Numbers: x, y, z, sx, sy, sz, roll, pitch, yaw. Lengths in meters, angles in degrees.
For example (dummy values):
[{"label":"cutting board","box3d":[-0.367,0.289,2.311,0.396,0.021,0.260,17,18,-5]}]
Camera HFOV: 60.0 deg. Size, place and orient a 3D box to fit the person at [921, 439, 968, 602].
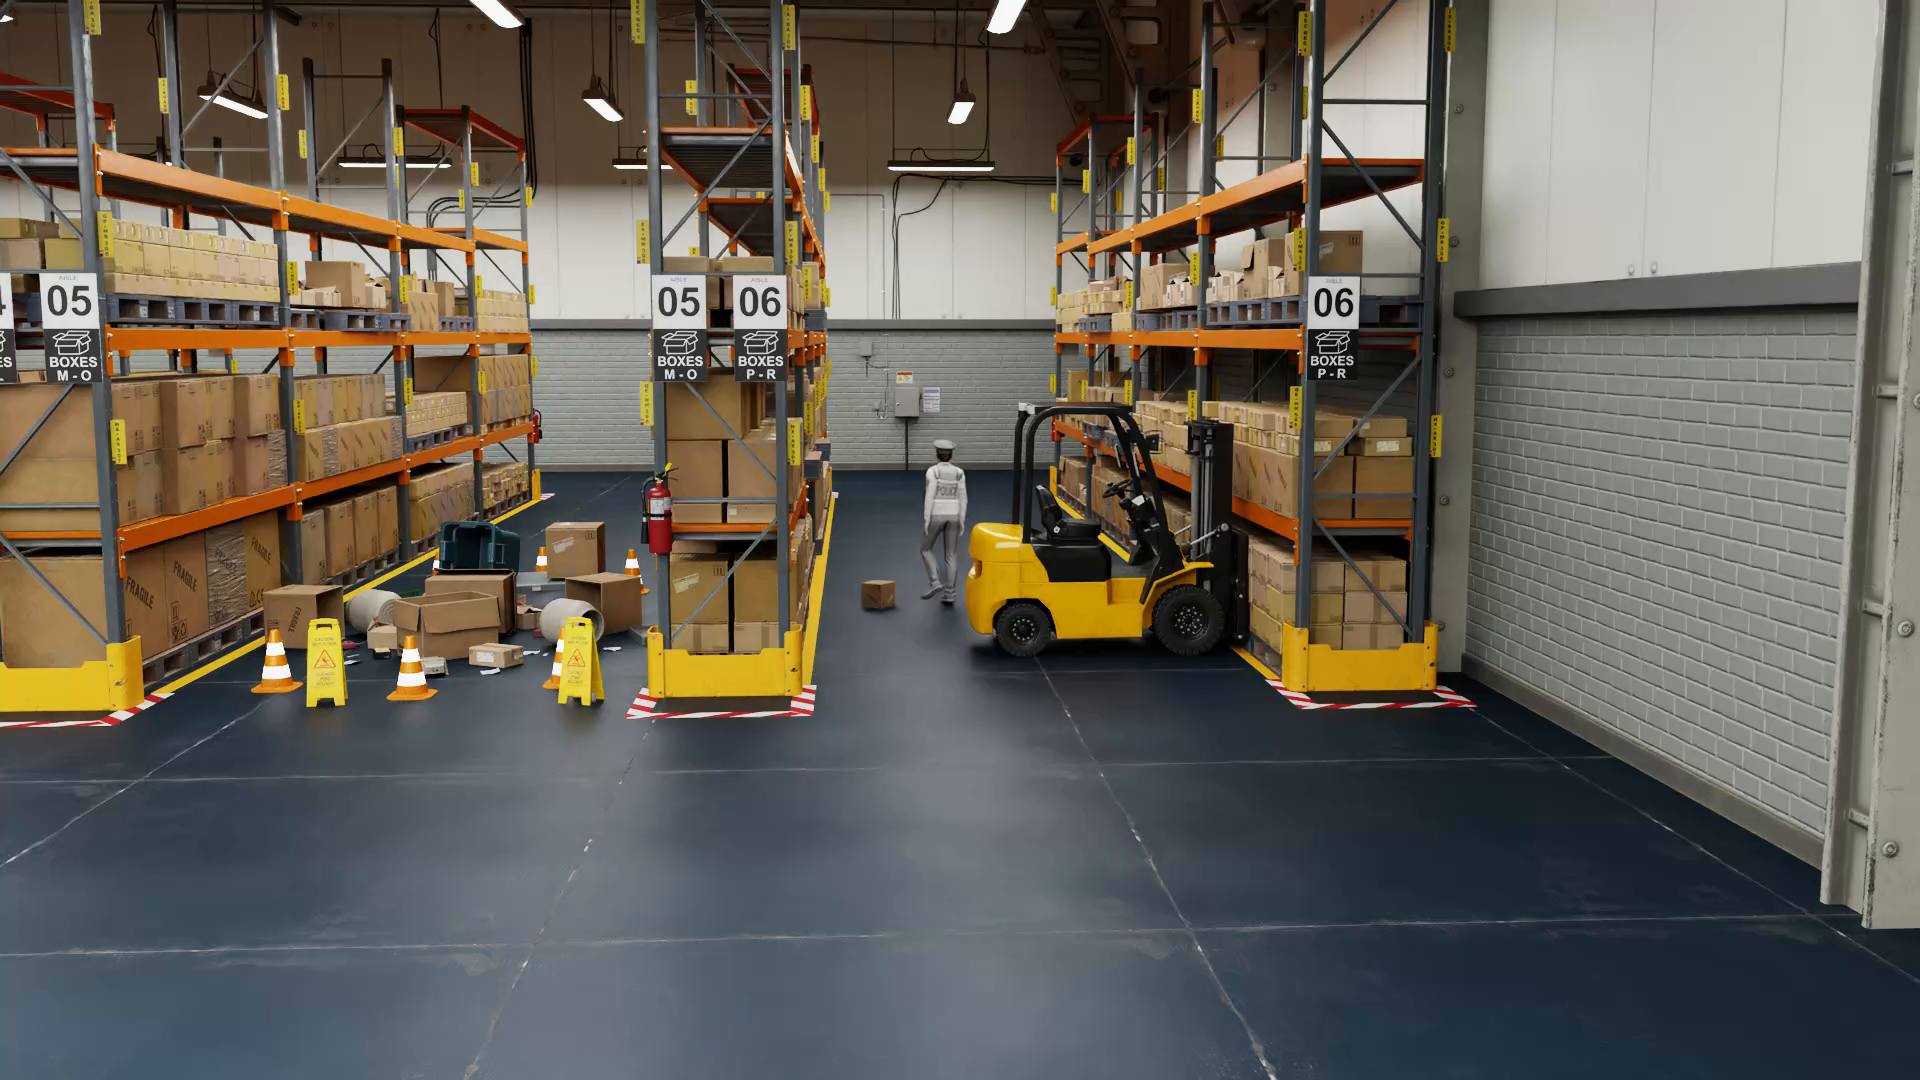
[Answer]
[{"label":"person","box3d":[-0.158,-0.200,17.185,0.515,1.664,0.481,-3,7,-20]}]
